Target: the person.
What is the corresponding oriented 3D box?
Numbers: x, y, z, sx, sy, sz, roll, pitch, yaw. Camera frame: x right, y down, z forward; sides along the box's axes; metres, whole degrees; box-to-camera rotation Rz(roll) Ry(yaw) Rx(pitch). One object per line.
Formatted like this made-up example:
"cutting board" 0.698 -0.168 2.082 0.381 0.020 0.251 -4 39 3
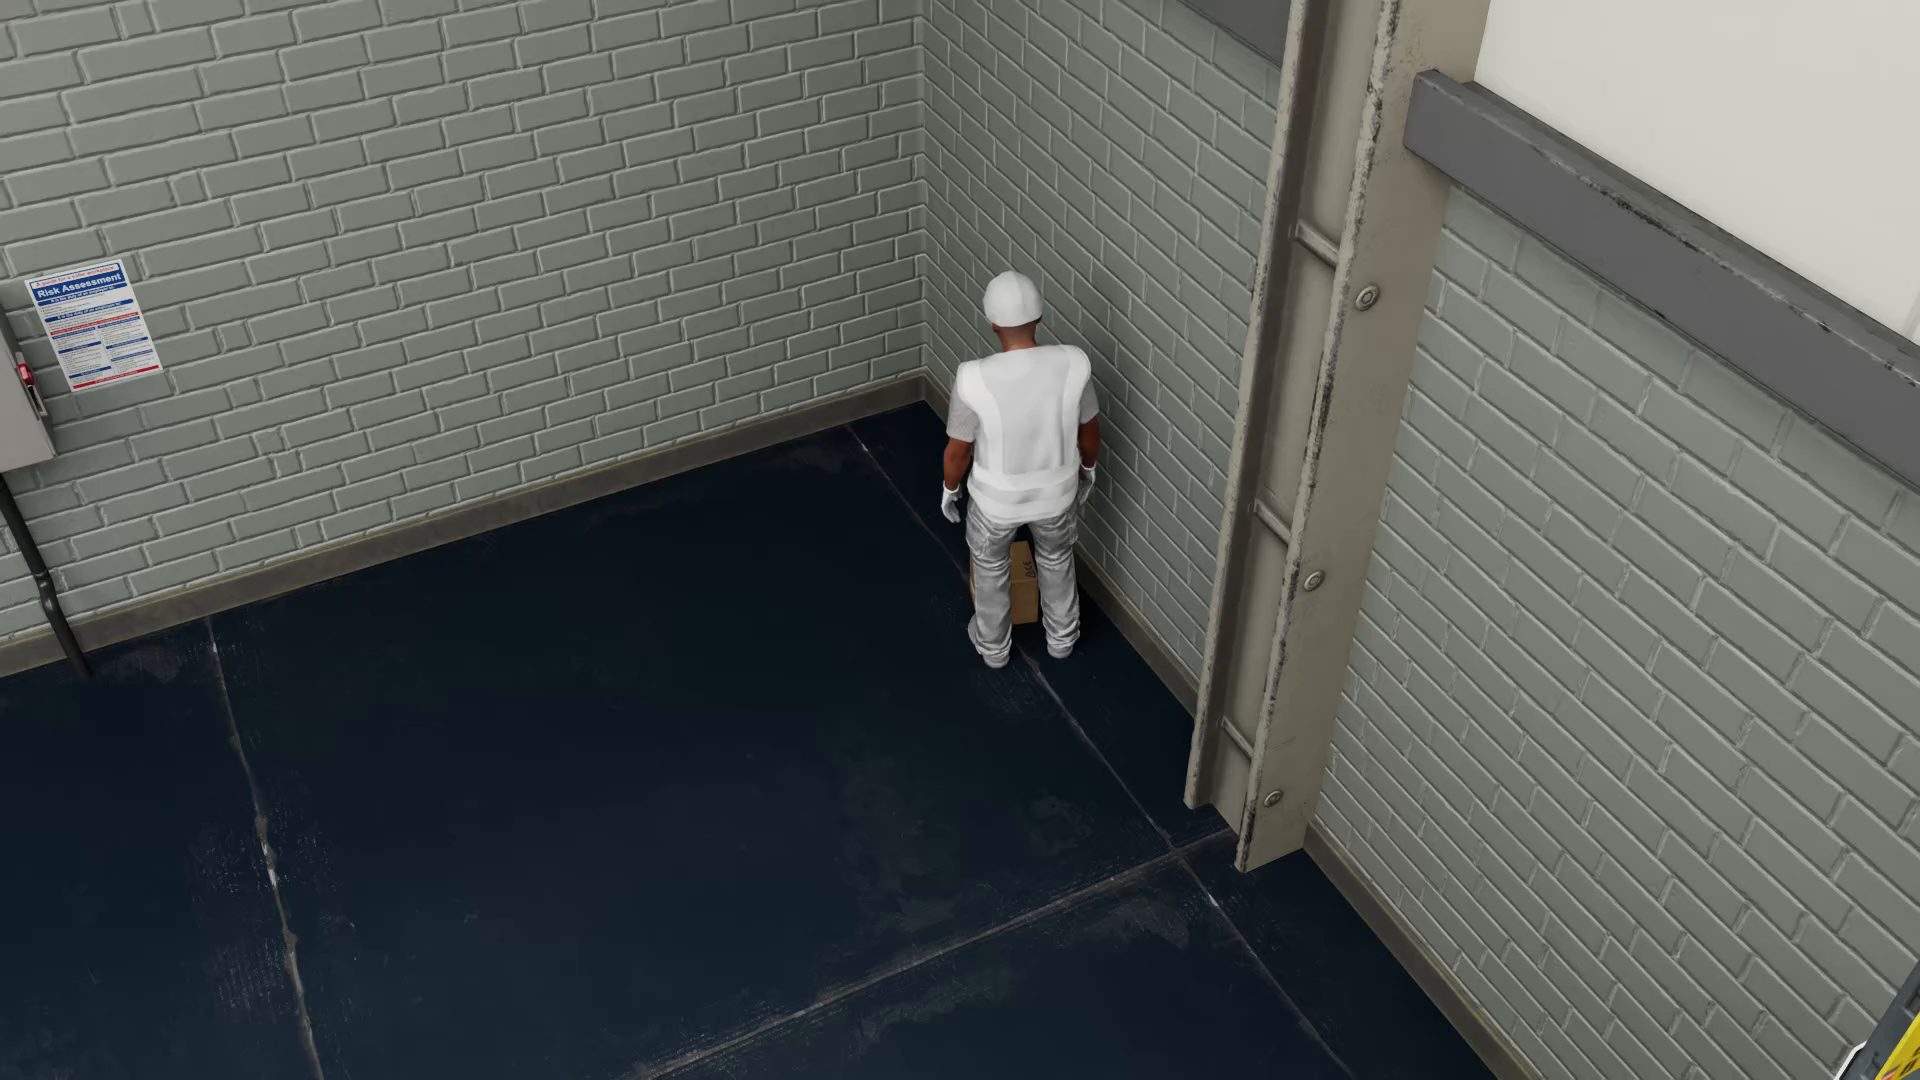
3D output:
"person" 0.227 -0.226 6.411 0.628 1.773 0.448 -8 41 -9
